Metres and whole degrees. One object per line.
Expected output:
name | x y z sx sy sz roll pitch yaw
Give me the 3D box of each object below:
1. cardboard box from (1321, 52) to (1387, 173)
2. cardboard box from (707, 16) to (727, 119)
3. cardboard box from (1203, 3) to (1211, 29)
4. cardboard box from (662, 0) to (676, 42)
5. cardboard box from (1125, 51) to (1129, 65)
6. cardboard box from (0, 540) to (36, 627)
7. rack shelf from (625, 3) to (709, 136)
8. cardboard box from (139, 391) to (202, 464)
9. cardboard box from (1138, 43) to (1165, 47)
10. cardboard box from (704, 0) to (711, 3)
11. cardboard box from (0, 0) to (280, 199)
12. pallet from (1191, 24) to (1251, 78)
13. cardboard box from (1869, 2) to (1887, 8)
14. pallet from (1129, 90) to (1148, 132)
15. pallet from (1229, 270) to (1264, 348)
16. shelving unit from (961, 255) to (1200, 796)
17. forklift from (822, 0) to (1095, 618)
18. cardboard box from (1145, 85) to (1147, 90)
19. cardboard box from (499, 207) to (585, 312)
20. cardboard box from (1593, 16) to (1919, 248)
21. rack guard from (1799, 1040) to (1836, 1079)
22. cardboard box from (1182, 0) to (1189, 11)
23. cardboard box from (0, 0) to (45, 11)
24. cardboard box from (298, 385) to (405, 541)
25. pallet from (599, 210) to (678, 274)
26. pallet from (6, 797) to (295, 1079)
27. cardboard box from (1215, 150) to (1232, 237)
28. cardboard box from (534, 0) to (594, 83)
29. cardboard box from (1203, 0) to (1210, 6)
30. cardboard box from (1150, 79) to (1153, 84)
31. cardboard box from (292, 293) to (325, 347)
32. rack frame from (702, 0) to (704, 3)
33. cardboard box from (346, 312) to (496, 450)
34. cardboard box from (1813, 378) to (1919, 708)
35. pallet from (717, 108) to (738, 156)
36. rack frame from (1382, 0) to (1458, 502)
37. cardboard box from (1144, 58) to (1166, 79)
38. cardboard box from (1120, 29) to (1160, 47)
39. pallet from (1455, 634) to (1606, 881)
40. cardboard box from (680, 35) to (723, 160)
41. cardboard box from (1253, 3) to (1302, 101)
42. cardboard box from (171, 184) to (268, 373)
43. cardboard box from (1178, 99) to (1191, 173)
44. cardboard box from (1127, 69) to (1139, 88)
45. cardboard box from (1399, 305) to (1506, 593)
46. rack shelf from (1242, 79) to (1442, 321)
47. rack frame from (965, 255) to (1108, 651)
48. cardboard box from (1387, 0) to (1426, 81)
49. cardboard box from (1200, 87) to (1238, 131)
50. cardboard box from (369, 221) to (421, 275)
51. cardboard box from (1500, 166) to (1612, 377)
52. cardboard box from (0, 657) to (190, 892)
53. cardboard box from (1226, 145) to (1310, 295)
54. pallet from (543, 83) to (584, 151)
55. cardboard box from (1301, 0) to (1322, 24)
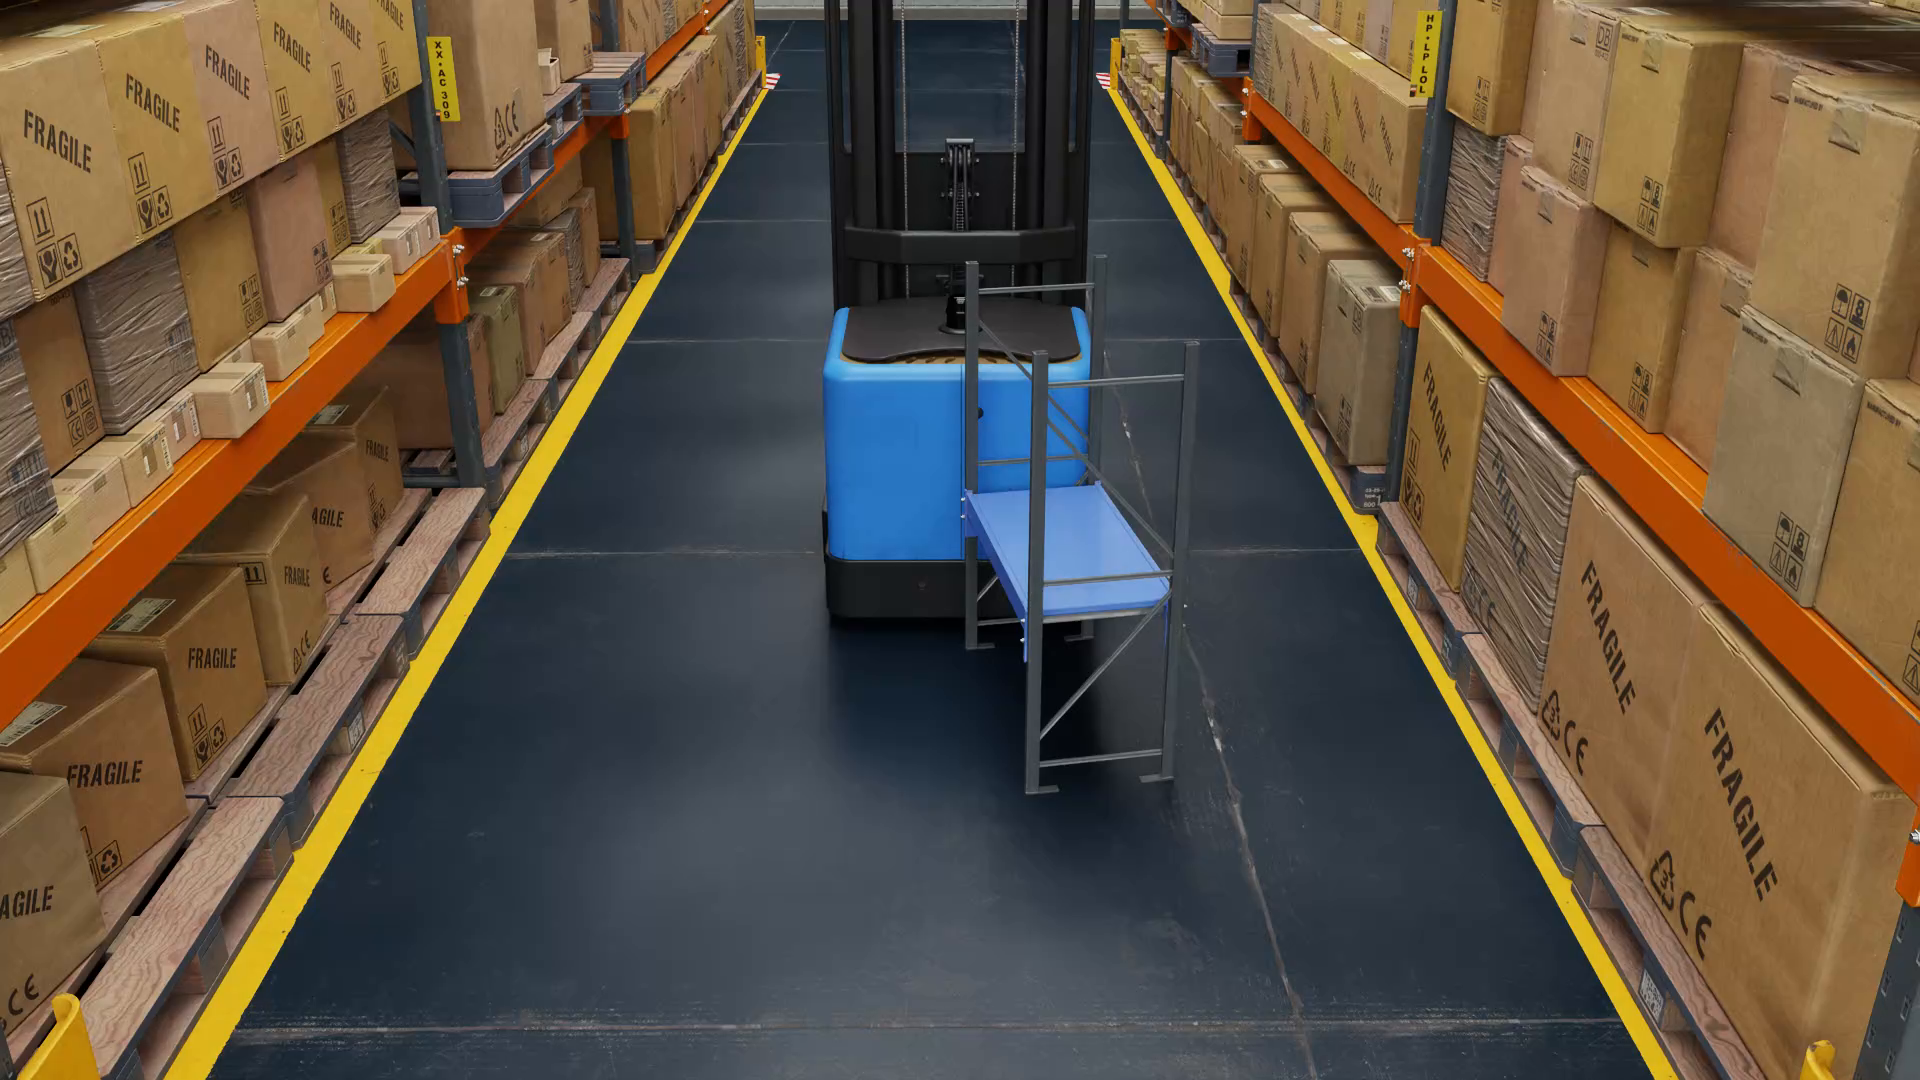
cardboard box | 2.079 -2.086 8.100 0.500 0.500 0.500 0 24 0
cardboard box | -2.612 -4.221 15.012 0.875 0.875 0.875 0 24 -1
cardboard box | 1.851 -3.544 11.242 0.380 0.149 0.250 0 24 0
cardboard box | -2.395 -3.954 12.231 0.500 0.500 0.500 0 24 0
cardboard box | 1.928 -5.052 17.370 0.380 0.149 0.250 0 24 -1
cardboard box | -2.302 0.112 3.667 0.380 0.149 0.250 0 24 -1
rack shelf | -2.663 -3.574 12.385 1.077 0.370 4.000 0 24 -1
cardboard box | -2.339 -0.300 4.578 0.380 0.149 0.250 0 24 -1
cardboard box | 1.976 -4.867 16.599 0.380 0.149 0.250 1 24 2
cardboard box | -2.355 -4.735 14.383 0.380 0.149 0.250 0 24 0
cardboard box | -2.304 -1.263 4.708 0.500 0.500 0.500 0 24 -1
pallet | 2.206 -3.264 11.059 1.213 0.211 1.003 0 24 -1
cardboard box | 6.959 -3.889 12.390 0.500 0.250 0.500 -1 24 -1
pallet | 2.217 -4.216 16.316 1.003 0.211 1.213 0 24 -1
pallet | 2.253 -1.462 10.227 1.003 0.211 1.213 0 24 -1
shelving unit | 0.362 -0.083 5.614 0.538 1.500 1.048 -5 25 -10
forklift | -0.004 -1.595 7.220 1.130 2.935 3.031 0 24 0
cardboard box | 1.984 -4.293 16.052 0.380 0.149 0.250 0 24 0
cardboard box | -2.595 -1.634 9.723 0.700 0.500 0.500 -2 24 -5
cardboard box | 2.337 -1.150 4.661 0.875 0.550 0.500 0 24 -1
rack guard | 2.407 1.387 3.576 1.175 0.500 0.348 0 24 -1
cardboard box | 1.840 -3.977 12.198 0.380 0.149 0.250 -1 24 -3
cardboard box | -2.818 -1.261 4.703 0.500 0.500 0.500 0 24 -1
cardboard box | -2.633 -0.316 6.834 0.500 0.500 0.500 -1 24 -2
pallet | -2.574 -2.132 11.708 1.003 0.211 1.213 0 24 -1
pallet | -2.528 1.123 4.510 1.003 0.211 1.213 0 24 -1
cardboard box | 2.051 -2.380 11.397 0.500 0.500 0.500 0 24 -1
cardboard box | -2.489 -2.862 9.308 0.700 0.500 0.500 3 25 7
cardboard box | 1.849 -3.690 11.204 0.380 0.149 0.250 0 24 1
cardboard box | 1.992 -4.293 15.691 0.380 0.149 0.250 0 24 1
cardboard box | -2.337 -0.712 5.489 0.380 0.149 0.250 0 24 -1
rack frame | -2.685 -4.726 14.058 1.000 3.000 0.127 0 24 -1
cardboard box | -2.582 -0.744 7.754 0.700 0.500 0.500 -2 24 -5
cardboard box | 2.358 0.017 3.389 0.875 0.550 0.550 0 24 -1
pallet | -2.615 -3.769 15.327 1.003 0.211 1.213 0 24 -1
rack frame | 2.364 -1.410 6.727 1.000 3.000 0.127 0 24 -1
cardboard box | 1.940 -4.441 15.658 0.380 0.149 0.250 -1 24 -3
cardboard box | 1.899 -5.301 17.558 0.380 0.149 0.250 -1 24 -3
pallet | 2.310 0.678 5.494 1.003 0.211 1.213 0 24 -1
cardboard box | -2.658 -3.685 13.827 1.225 0.875 0.875 0 24 0
cardboard box | 2.055 -2.917 9.939 0.500 0.500 0.500 0 24 0
cardboard box | -2.614 -0.806 4.911 0.875 0.500 0.500 0 24 -1
cardboard box | 2.027 -3.235 13.286 0.500 0.500 0.500 1 24 2
cardboard box | 1.906 -4.714 16.983 0.380 0.149 0.250 0 24 0
cardboard box | 2.300 -0.374 6.505 0.875 0.875 0.875 0 24 0
rack shelf | 2.342 -1.906 8.697 1.077 0.370 4.000 0 24 -1
rack frame | 0.266 -0.289 6.069 0.500 1.500 0.032 -5 25 -10
cardboard box | 2.345 -2.327 7.421 0.700 0.500 0.500 -1 24 -1
cardboard box | 2.044 -3.150 12.189 0.500 0.250 0.500 0 24 1
cardboard box | -2.308 -1.124 6.401 0.380 0.149 0.250 0 24 -1
cardboard box | 2.296 -0.877 5.366 0.875 0.550 0.550 0 24 -1
cardboard box | -2.584 0.663 4.667 0.500 0.500 0.500 6 25 13
cardboard box | 2.237 -1.973 10.193 1.050 0.750 0.750 -1 24 -1
pallet | -2.578 -2.174 8.651 1.003 0.211 1.213 0 24 -1
cardboard box | 2.322 -3.166 9.275 0.700 0.500 0.500 -1 24 -1
